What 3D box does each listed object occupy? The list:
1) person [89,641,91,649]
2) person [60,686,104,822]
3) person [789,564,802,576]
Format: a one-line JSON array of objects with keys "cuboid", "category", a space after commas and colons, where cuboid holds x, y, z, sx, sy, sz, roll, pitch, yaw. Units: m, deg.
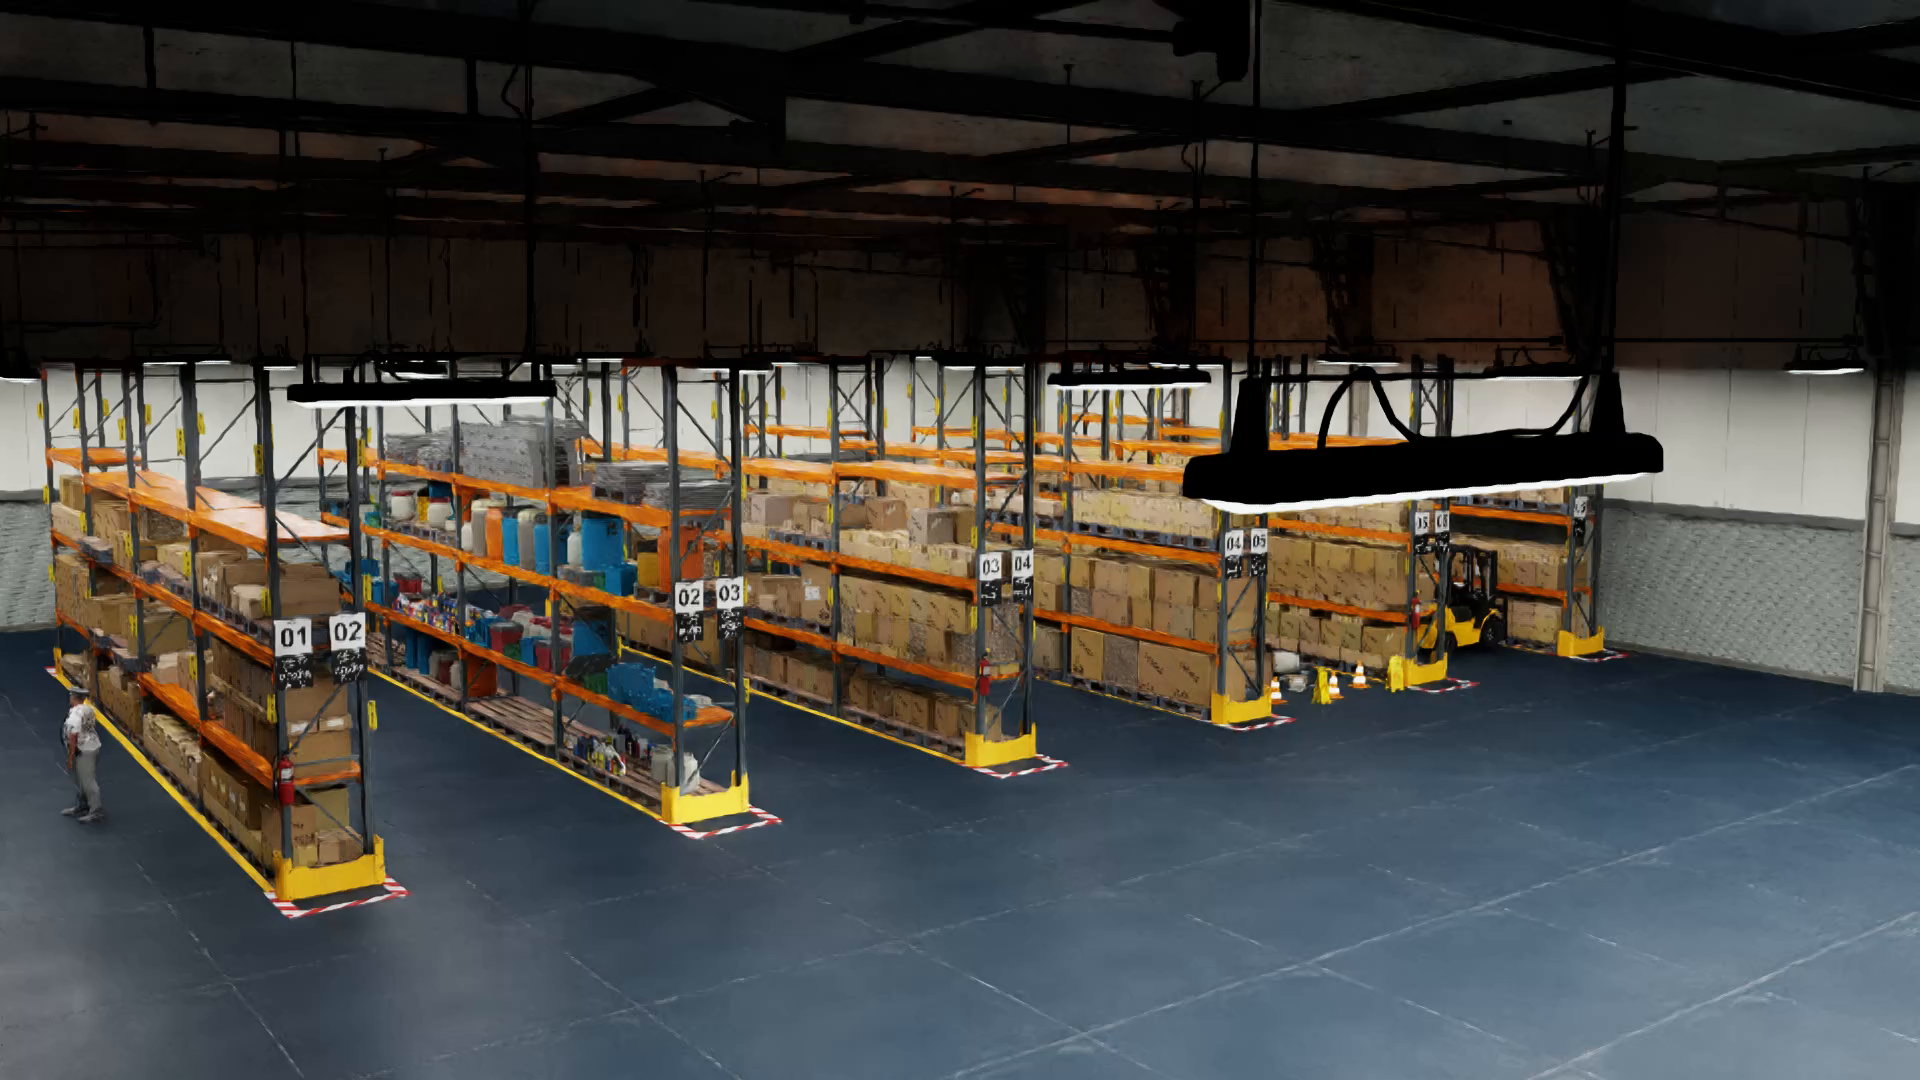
[{"cuboid": [-17.416, 1.469, 33.833, 0.770, 1.616, 0.613, 4, 8, 33], "category": "person"}, {"cuboid": [-11.684, 2.809, 22.047, 0.574, 1.745, 0.662, -1, 7, -10], "category": "person"}, {"cuboid": [-4.096, 0.439, 42.285, 0.657, 1.666, 0.473, 3, 8, 25], "category": "person"}]
